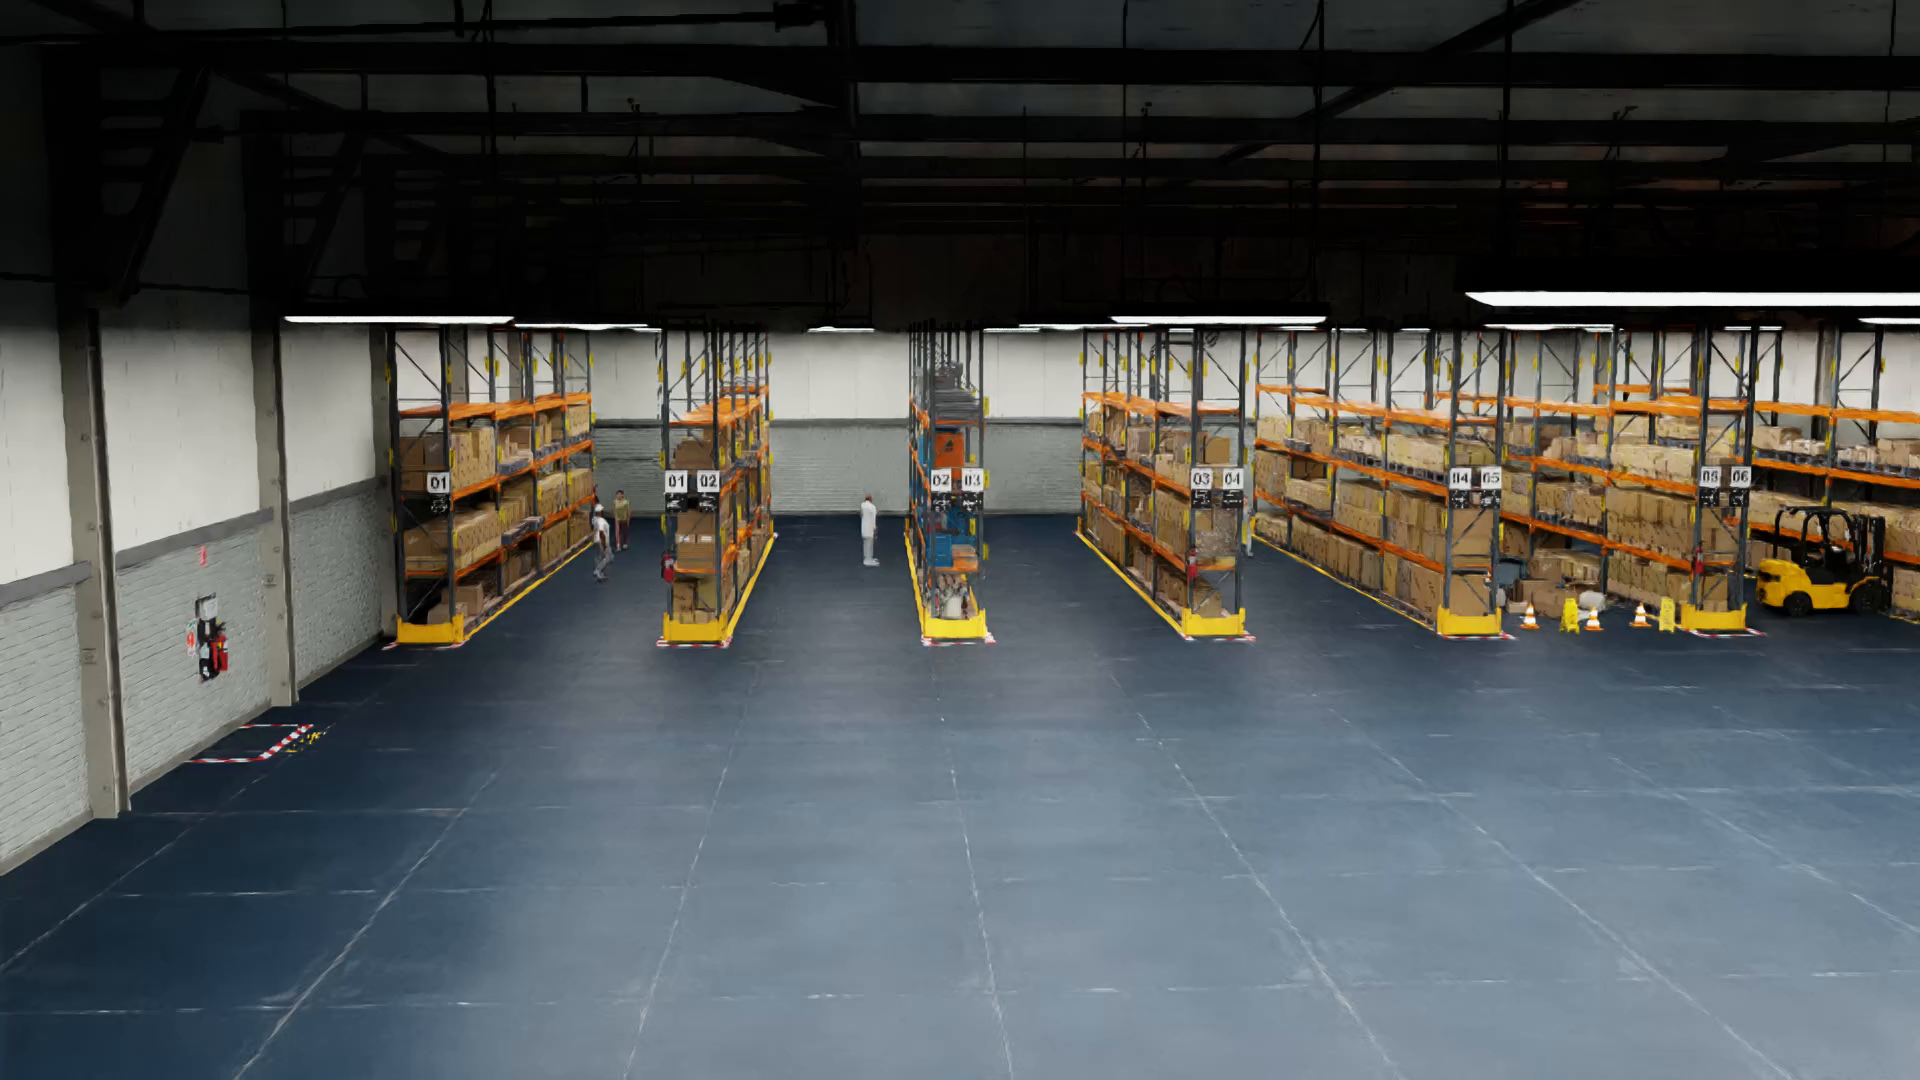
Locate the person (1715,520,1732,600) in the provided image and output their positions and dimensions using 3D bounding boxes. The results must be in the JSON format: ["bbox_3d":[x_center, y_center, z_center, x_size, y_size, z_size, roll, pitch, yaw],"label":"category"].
[{"bbox_3d":[16.436,0.413,35.992,0.573,1.718,0.626,4,8,28],"label":"person"}]

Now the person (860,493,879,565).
[{"bbox_3d":[-2.232,-0.296,41.472,0.505,1.788,0.640,-5,8,-34],"label":"person"}]

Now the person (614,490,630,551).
[{"bbox_3d":[-8.988,-0.543,44.238,0.456,1.612,1.019,-1,7,-4],"label":"person"}]

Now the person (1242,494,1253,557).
[{"bbox_3d":[7.325,-0.400,43.078,0.446,1.590,1.109,0,7,-1],"label":"person"}]

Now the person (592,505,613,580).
[{"bbox_3d":[-8.385,0.053,38.839,0.457,1.763,0.609,-4,8,-28],"label":"person"}]
